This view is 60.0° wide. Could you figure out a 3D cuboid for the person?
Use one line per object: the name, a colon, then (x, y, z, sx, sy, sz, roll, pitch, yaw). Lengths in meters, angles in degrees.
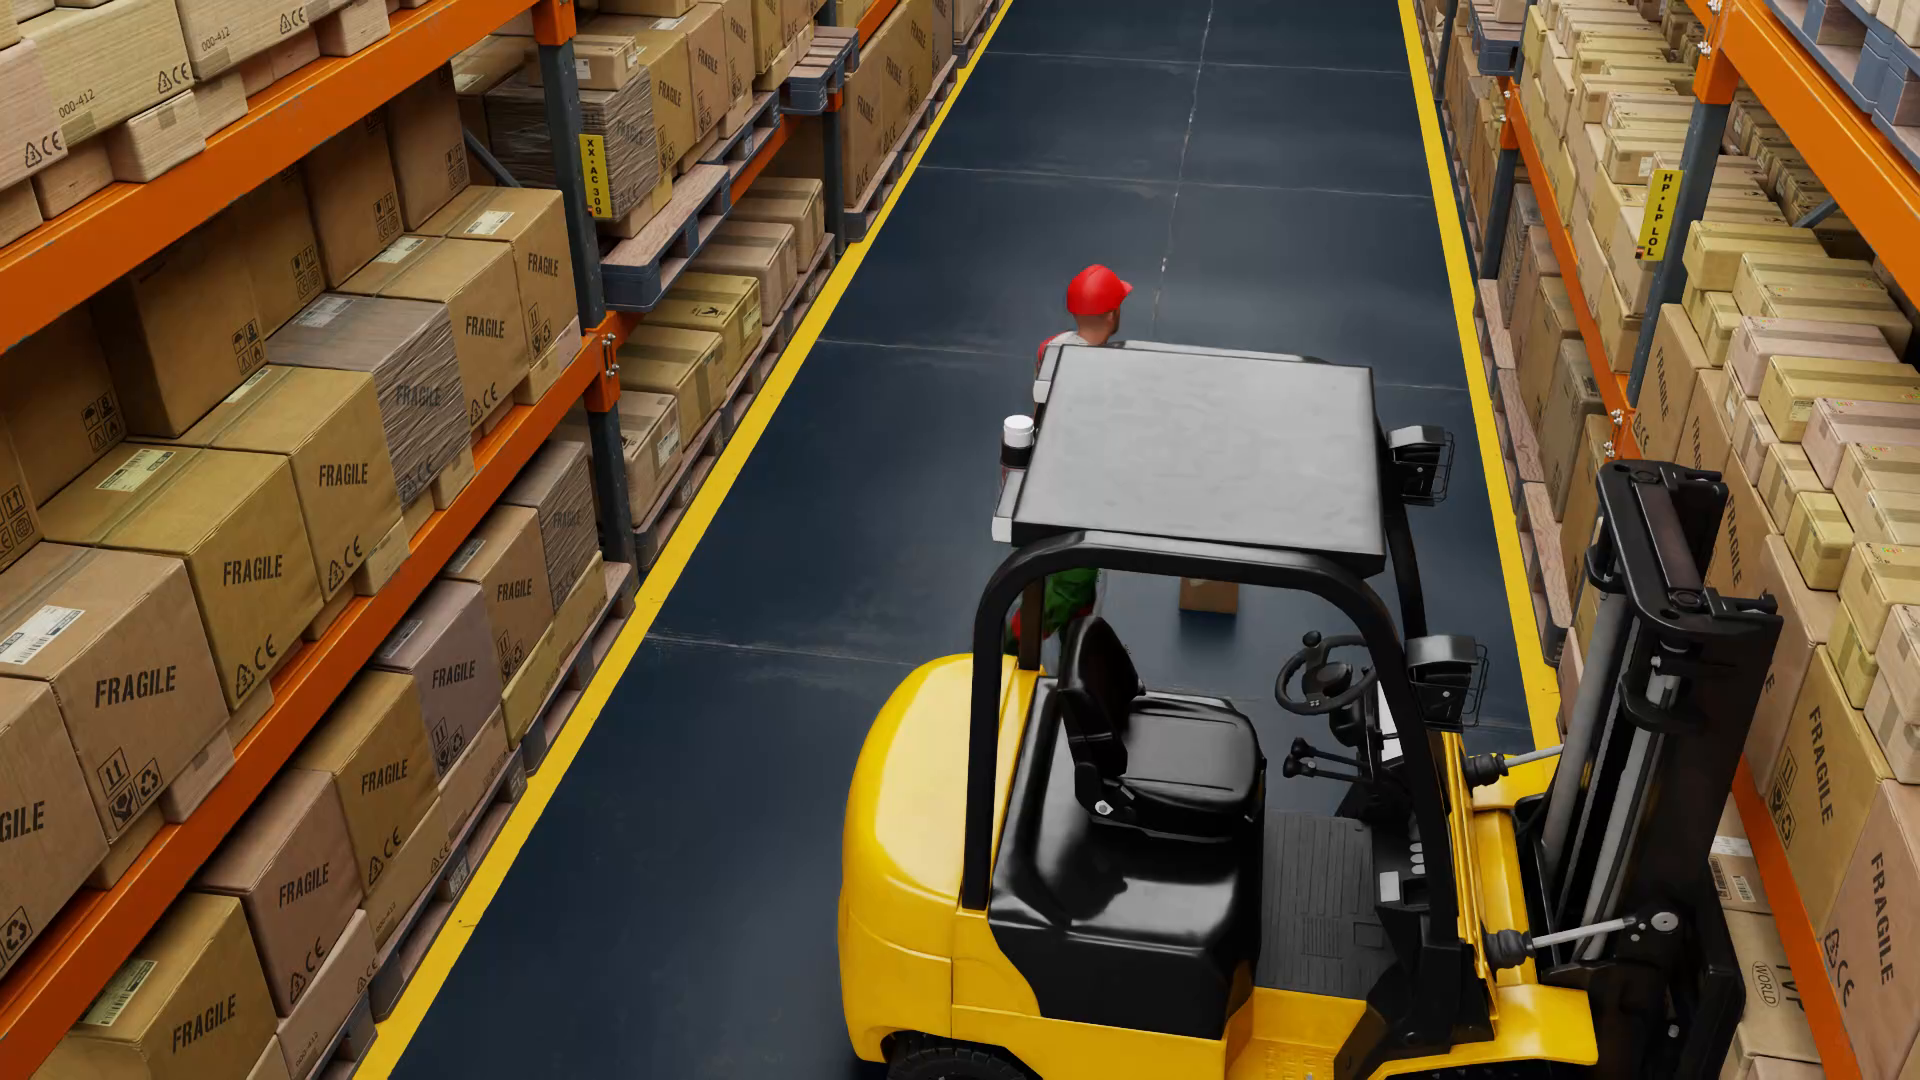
person: (0.392, -0.180, 6.395, 0.692, 1.782, 0.548, -9, 33, -14)
